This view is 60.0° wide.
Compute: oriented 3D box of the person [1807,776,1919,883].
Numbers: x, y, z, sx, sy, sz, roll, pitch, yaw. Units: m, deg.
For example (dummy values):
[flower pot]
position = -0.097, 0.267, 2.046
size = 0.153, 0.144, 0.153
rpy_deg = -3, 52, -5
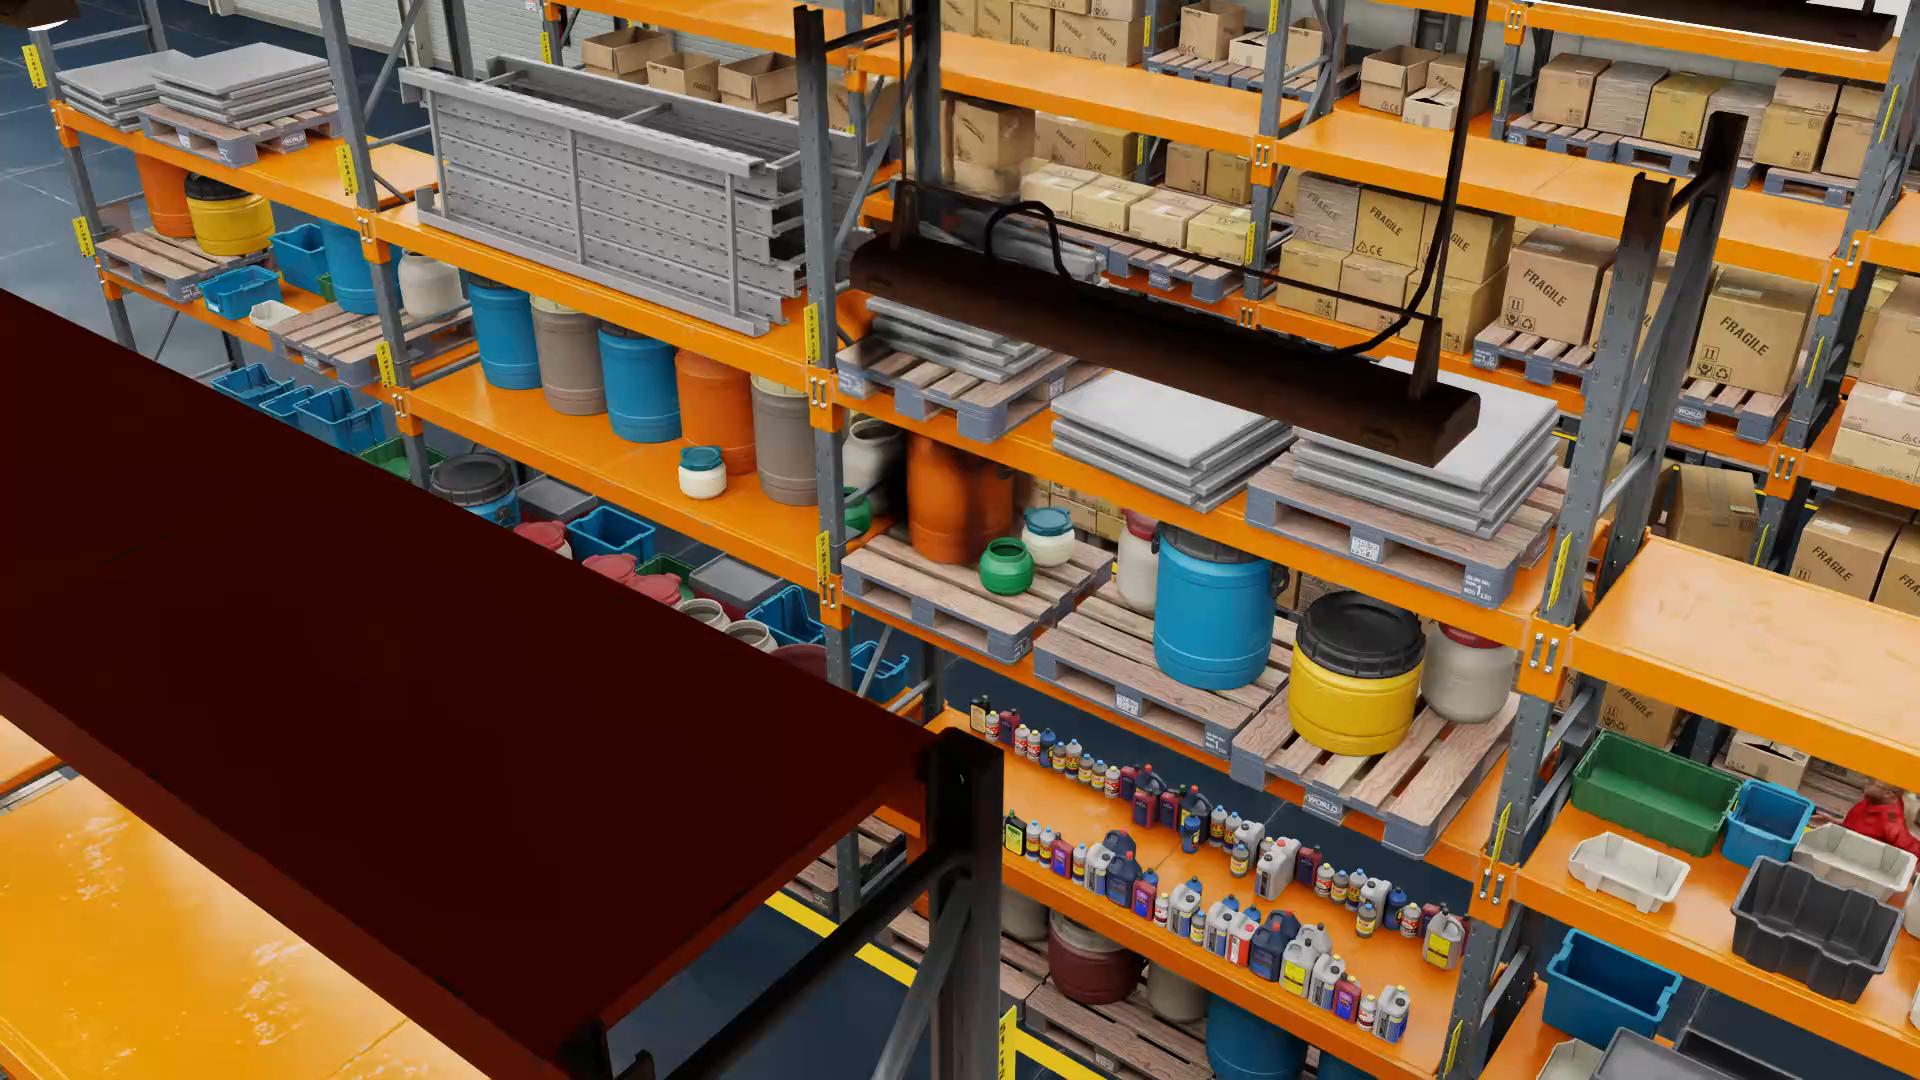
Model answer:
[person]
position = 5.606, 2.105, 10.192
size = 0.950, 1.719, 0.639
rpy_deg = 15, 34, 23
